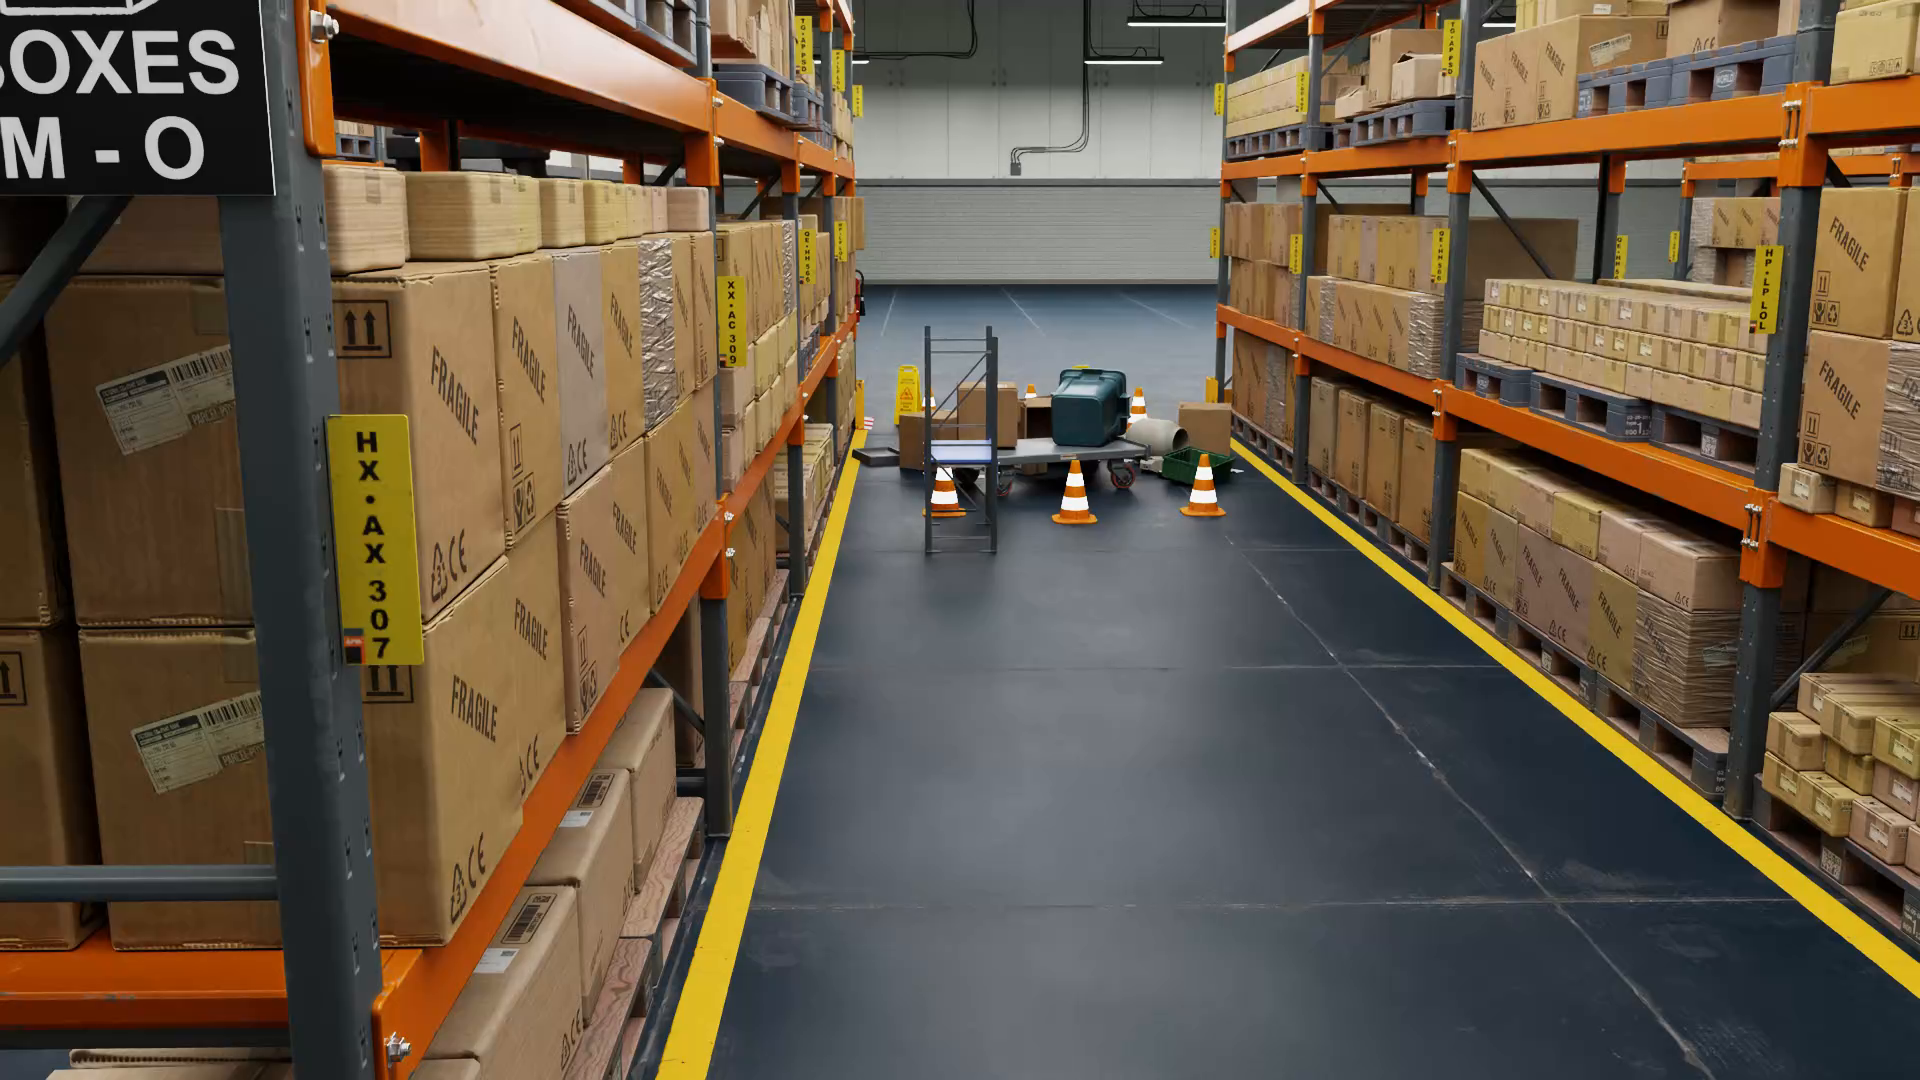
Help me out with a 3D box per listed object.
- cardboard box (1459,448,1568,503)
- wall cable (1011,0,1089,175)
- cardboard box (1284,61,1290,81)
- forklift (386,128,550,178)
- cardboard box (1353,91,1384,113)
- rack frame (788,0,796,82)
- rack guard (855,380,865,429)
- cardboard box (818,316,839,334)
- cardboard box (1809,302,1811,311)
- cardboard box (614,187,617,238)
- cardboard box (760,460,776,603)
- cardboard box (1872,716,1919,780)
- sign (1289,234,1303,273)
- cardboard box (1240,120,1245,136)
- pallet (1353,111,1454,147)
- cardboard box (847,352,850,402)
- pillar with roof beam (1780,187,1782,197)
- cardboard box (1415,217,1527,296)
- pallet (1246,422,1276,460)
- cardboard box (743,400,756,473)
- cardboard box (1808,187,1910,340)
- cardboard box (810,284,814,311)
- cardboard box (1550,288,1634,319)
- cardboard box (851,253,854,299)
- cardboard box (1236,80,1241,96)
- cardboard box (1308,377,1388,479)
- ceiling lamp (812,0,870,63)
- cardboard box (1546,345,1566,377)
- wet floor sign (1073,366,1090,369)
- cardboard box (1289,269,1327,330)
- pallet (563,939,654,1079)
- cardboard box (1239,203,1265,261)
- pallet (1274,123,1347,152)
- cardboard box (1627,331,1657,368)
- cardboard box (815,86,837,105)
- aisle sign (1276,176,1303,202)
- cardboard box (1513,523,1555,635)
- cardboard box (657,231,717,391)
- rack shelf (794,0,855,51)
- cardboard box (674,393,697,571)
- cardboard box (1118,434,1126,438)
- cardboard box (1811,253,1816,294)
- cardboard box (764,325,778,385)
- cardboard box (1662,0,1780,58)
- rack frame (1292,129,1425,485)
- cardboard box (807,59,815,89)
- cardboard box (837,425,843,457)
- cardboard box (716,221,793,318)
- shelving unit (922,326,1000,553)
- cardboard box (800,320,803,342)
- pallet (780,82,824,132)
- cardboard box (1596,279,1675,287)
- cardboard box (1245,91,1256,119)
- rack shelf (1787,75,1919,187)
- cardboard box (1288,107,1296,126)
[{"bbox_3d":[3.252,-0.375,9.706,0.500,0.250,0.500,-1,11,-4],"label":"cardboard box"},{"bbox_3d":[2.651,-13.748,48.639,2.305,6.003,0.169,0,11,-1],"label":"wall cable"},{"bbox_3d":[3.061,-4.124,14.615,0.380,0.149,0.250,0,11,-1],"label":"cardboard box"},{"bbox_3d":[-3.043,-1.304,11.114,1.130,2.935,3.031,0,11,0],"label":"forklift"},{"bbox_3d":[3.166,-3.282,12.470,0.380,0.149,0.250,0,11,-1],"label":"cardboard box"},{"bbox_3d":[-1.467,-4.064,9.458,1.000,3.000,0.127,0,11,-1],"label":"rack frame"},{"bbox_3d":[-1.631,-1.474,18.068,1.175,0.500,0.348,0,11,-1],"label":"rack guard"},{"bbox_3d":[-1.236,-1.860,14.314,0.380,0.149,0.250,0,11,-1],"label":"cardboard box"},{"bbox_3d":[3.997,-0.980,7.423,0.380,0.149,0.250,0,11,-2],"label":"cardboard box"},{"bbox_3d":[-1.077,-0.823,4.172,0.380,0.149,0.250,0,11,-1],"label":"cardboard box"},{"bbox_3d":[-1.536,-0.151,9.546,0.875,0.875,0.875,0,11,-2],"label":"cardboard box"},{"bbox_3d":[3.363,0.705,5.658,0.380,0.149,0.250,0,11,-2],"label":"cardboard box"},{"bbox_3d":[2.842,-2.420,14.067,0.100,0.325,0.005,0,11,-1],"label":"sign"},{"bbox_3d":[3.017,-4.136,16.682,0.380,0.149,0.250,0,11,-1],"label":"cardboard box"},{"bbox_3d":[3.387,-2.892,11.700,1.003,0.211,1.213,0,11,1],"label":"pallet"},{"bbox_3d":[-1.338,-1.578,16.265,0.500,0.500,0.500,-1,11,-2],"label":"cardboard box"},{"bbox_3d":[19.087,-11.566,46.438,9.100,9.000,0.548,0,11,-1],"label":"pillar with roof beam"},{"bbox_3d":[3.469,-1.893,11.080,0.700,0.500,0.500,0,11,-2],"label":"cardboard box"},{"bbox_3d":[3.431,-0.987,16.396,1.003,0.211,1.213,0,11,-1],"label":"pallet"},{"bbox_3d":[-1.142,-0.447,7.094,0.500,0.250,0.500,-1,11,-3],"label":"cardboard box"},{"bbox_3d":[3.328,-0.963,5.749,0.500,0.500,0.500,0,11,0],"label":"cardboard box"},{"bbox_3d":[-1.281,-1.824,11.450,0.500,0.500,0.500,0,11,0],"label":"cardboard box"},{"bbox_3d":[3.317,-1.237,8.693,0.380,0.149,0.250,0,11,1],"label":"cardboard box"},{"bbox_3d":[-1.340,-2.703,16.837,0.500,0.500,0.500,0,11,-1],"label":"cardboard box"},{"bbox_3d":[3.013,-4.579,16.859,0.380,0.149,0.250,0,11,-2],"label":"cardboard box"},{"bbox_3d":[3.500,-0.940,13.749,1.050,0.750,0.750,0,11,-1],"label":"cardboard box"},{"bbox_3d":[-3.273,-13.567,41.617,2.000,3.185,0.800,0,11,-1],"label":"ceiling lamp"},{"bbox_3d":[3.314,-0.944,8.742,0.380,0.149,0.250,0,11,1],"label":"cardboard box"},{"bbox_3d":[1.334,-1.598,18.315,0.267,0.644,0.232,-2,12,-11],"label":"wet floor sign"},{"bbox_3d":[3.377,-2.106,14.520,0.875,0.550,0.550,0,11,-1],"label":"cardboard box"},{"bbox_3d":[-1.419,1.432,4.468,1.003,0.211,1.213,0,11,-1],"label":"pallet"},{"bbox_3d":[3.263,-3.063,16.518,0.875,0.550,0.550,0,11,-1],"label":"cardboard box"},{"bbox_3d":[3.391,-3.549,14.686,1.003,0.211,1.213,0,11,-1],"label":"pallet"},{"bbox_3d":[3.334,-0.884,7.698,0.380,0.149,0.250,-1,11,-4],"label":"cardboard box"},{"bbox_3d":[-1.230,-3.721,13.937,0.380,0.149,0.250,0,11,-2],"label":"cardboard box"},{"bbox_3d":[3.613,-4.044,17.910,0.394,0.787,0.004,0,11,-1],"label":"aisle sign"},{"bbox_3d":[3.268,0.198,8.767,0.500,0.500,0.500,-1,11,-3],"label":"cardboard box"},{"bbox_3d":[-1.099,-0.775,5.569,0.500,0.500,0.500,0,11,-2],"label":"cardboard box"},{"bbox_3d":[-1.591,-4.903,15.409,1.077,0.370,4.000,0,11,-1],"label":"rack shelf"},{"bbox_3d":[-1.103,-0.184,5.172,0.500,0.500,0.500,-1,11,-3],"label":"cardboard box"},{"bbox_3d":[1.520,-0.954,16.092,0.396,0.266,0.258,2,12,9],"label":"cardboard box"},{"bbox_3d":[8.324,-2.443,15.556,0.875,0.500,0.500,0,11,-1],"label":"cardboard box"},{"bbox_3d":[-1.147,-0.893,8.038,0.500,0.250,0.500,-1,11,-3],"label":"cardboard box"},{"bbox_3d":[3.662,-2.403,7.501,0.797,0.503,0.637,0,11,-2],"label":"cardboard box"},{"bbox_3d":[3.397,-1.959,14.173,1.000,3.000,0.127,0,11,-1],"label":"rack frame"},{"bbox_3d":[-1.411,-3.652,13.034,0.500,0.250,0.500,0,11,0],"label":"cardboard box"},{"bbox_3d":[-1.292,-0.896,14.789,0.500,0.250,0.500,-1,11,-4],"label":"cardboard box"},{"bbox_3d":[-1.176,-1.459,8.942,0.500,0.500,0.500,0,11,0],"label":"cardboard box"},{"bbox_3d":[-0.002,-0.752,11.994,0.538,1.500,1.048,0,11,-1],"label":"shelving unit"},{"bbox_3d":[-1.220,-1.383,10.907,0.380,0.149,0.250,-1,12,-5],"label":"cardboard box"},{"bbox_3d":[-1.401,-2.374,9.146,1.213,0.211,1.003,0,11,1],"label":"pallet"},{"bbox_3d":[3.948,-1.443,9.707,0.380,0.149,0.250,-1,11,-3],"label":"cardboard box"},{"bbox_3d":[3.091,-4.254,16.258,0.500,0.250,0.500,0,11,-2],"label":"cardboard box"},{"bbox_3d":[3.604,-1.089,4.148,1.077,0.370,4.000,0,11,-1],"label":"rack shelf"},{"bbox_3d":[3.064,-3.682,14.446,0.380,0.149,0.250,0,11,0],"label":"cardboard box"}]
